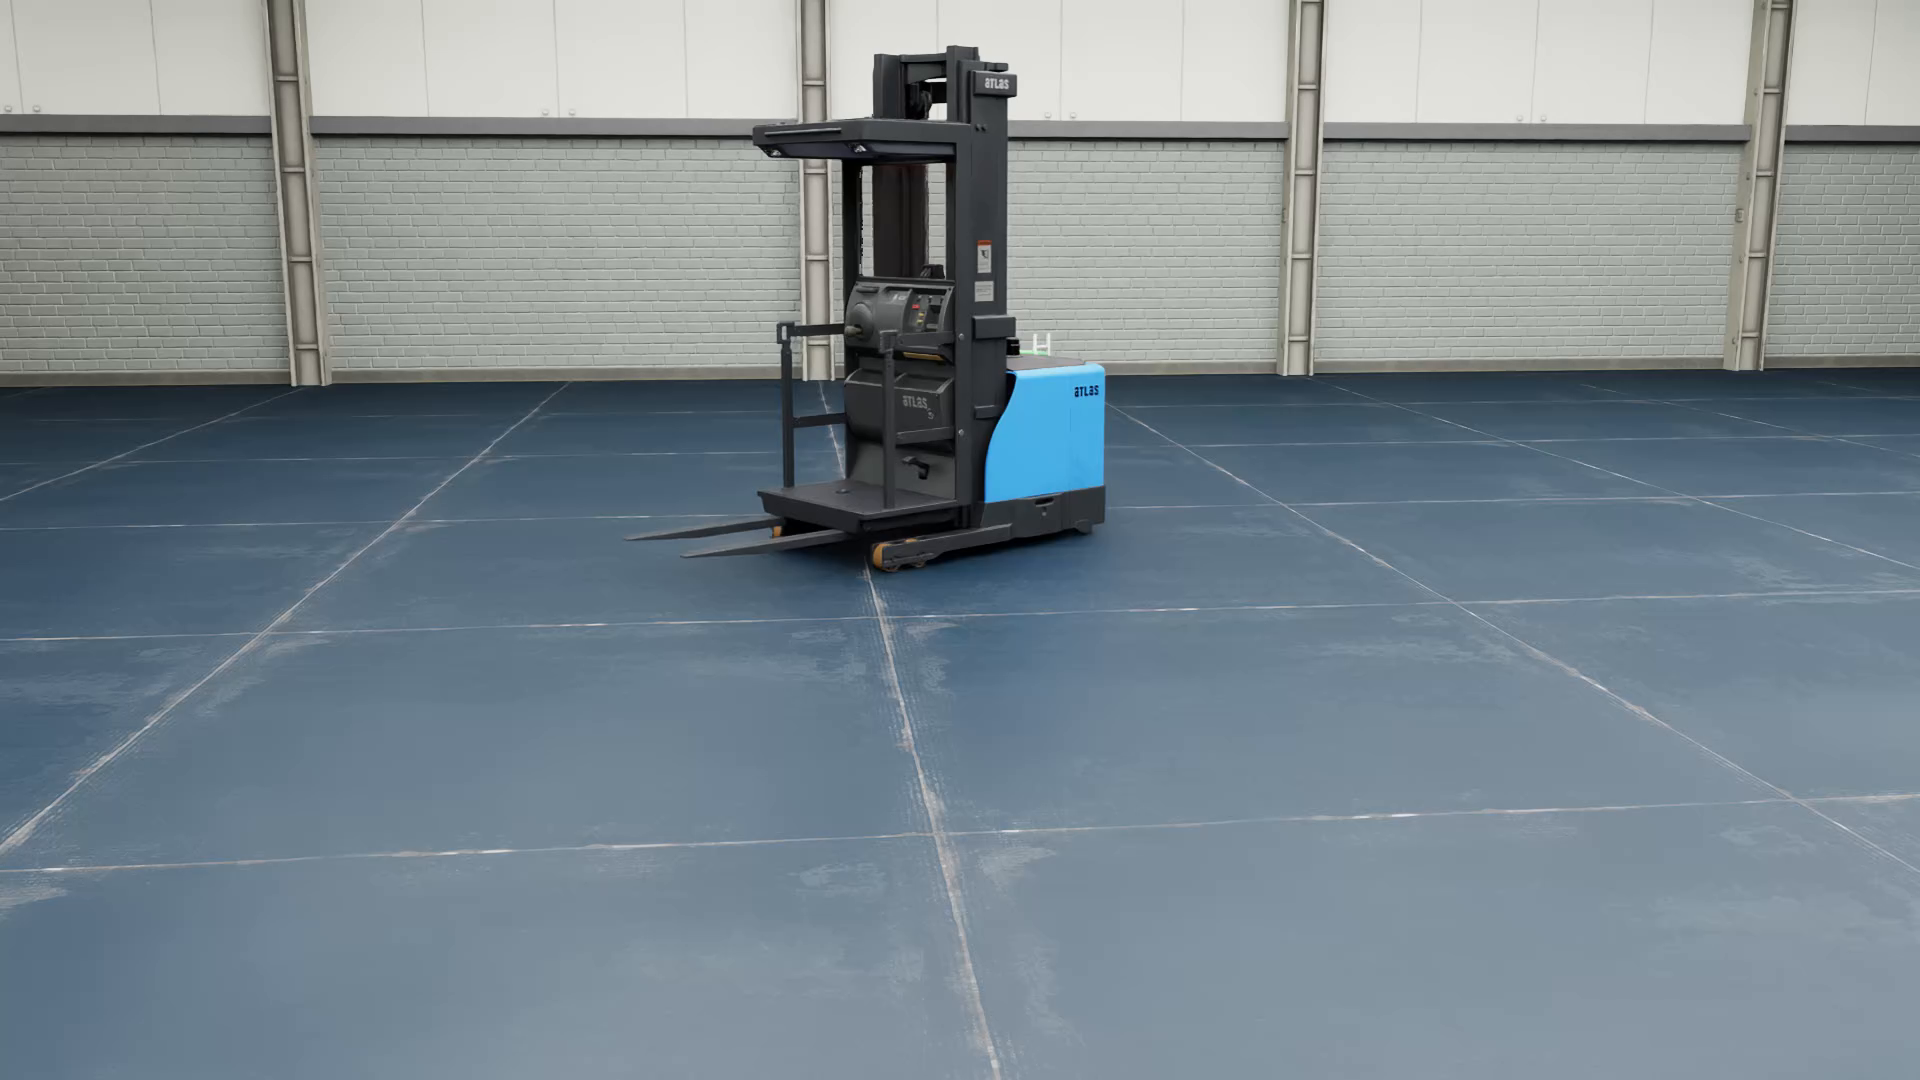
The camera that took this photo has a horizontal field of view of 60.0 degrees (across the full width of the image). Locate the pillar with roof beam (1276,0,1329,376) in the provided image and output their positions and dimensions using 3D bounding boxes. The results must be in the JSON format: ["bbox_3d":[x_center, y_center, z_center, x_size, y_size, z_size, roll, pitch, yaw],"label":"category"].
[{"bbox_3d":[4.696,-5.686,15.965,0.400,9.000,9.100,-1,11,-6],"label":"pillar with roof beam"}]

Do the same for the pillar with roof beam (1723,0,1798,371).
[{"bbox_3d":[10.661,-5.811,16.601,0.400,9.000,9.100,-1,11,-6],"label":"pillar with roof beam"}]

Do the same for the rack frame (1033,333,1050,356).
[{"bbox_3d":[0.535,-0.792,11.252,0.015,1.200,0.240,6,9,27],"label":"rack frame"}]

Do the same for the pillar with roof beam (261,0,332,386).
[{"bbox_3d":[-7.234,-5.436,14.693,0.400,9.000,9.100,-1,11,-6],"label":"pillar with roof beam"}]

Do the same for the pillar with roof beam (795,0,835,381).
[{"bbox_3d":[-1.269,-5.561,15.329,0.400,9.000,9.100,-1,11,-6],"label":"pillar with roof beam"}]

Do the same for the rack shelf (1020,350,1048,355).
[{"bbox_3d":[0.329,-1.225,11.301,0.480,0.148,0.258,6,9,27],"label":"rack shelf"}]

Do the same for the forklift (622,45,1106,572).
[{"bbox_3d":[-0.522,-1.370,9.741,3.031,2.935,1.130,-9,15,-40],"label":"forklift"}]

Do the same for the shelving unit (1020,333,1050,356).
[{"bbox_3d":[0.318,-0.814,11.362,0.503,1.200,0.258,6,9,27],"label":"shelving unit"}]
